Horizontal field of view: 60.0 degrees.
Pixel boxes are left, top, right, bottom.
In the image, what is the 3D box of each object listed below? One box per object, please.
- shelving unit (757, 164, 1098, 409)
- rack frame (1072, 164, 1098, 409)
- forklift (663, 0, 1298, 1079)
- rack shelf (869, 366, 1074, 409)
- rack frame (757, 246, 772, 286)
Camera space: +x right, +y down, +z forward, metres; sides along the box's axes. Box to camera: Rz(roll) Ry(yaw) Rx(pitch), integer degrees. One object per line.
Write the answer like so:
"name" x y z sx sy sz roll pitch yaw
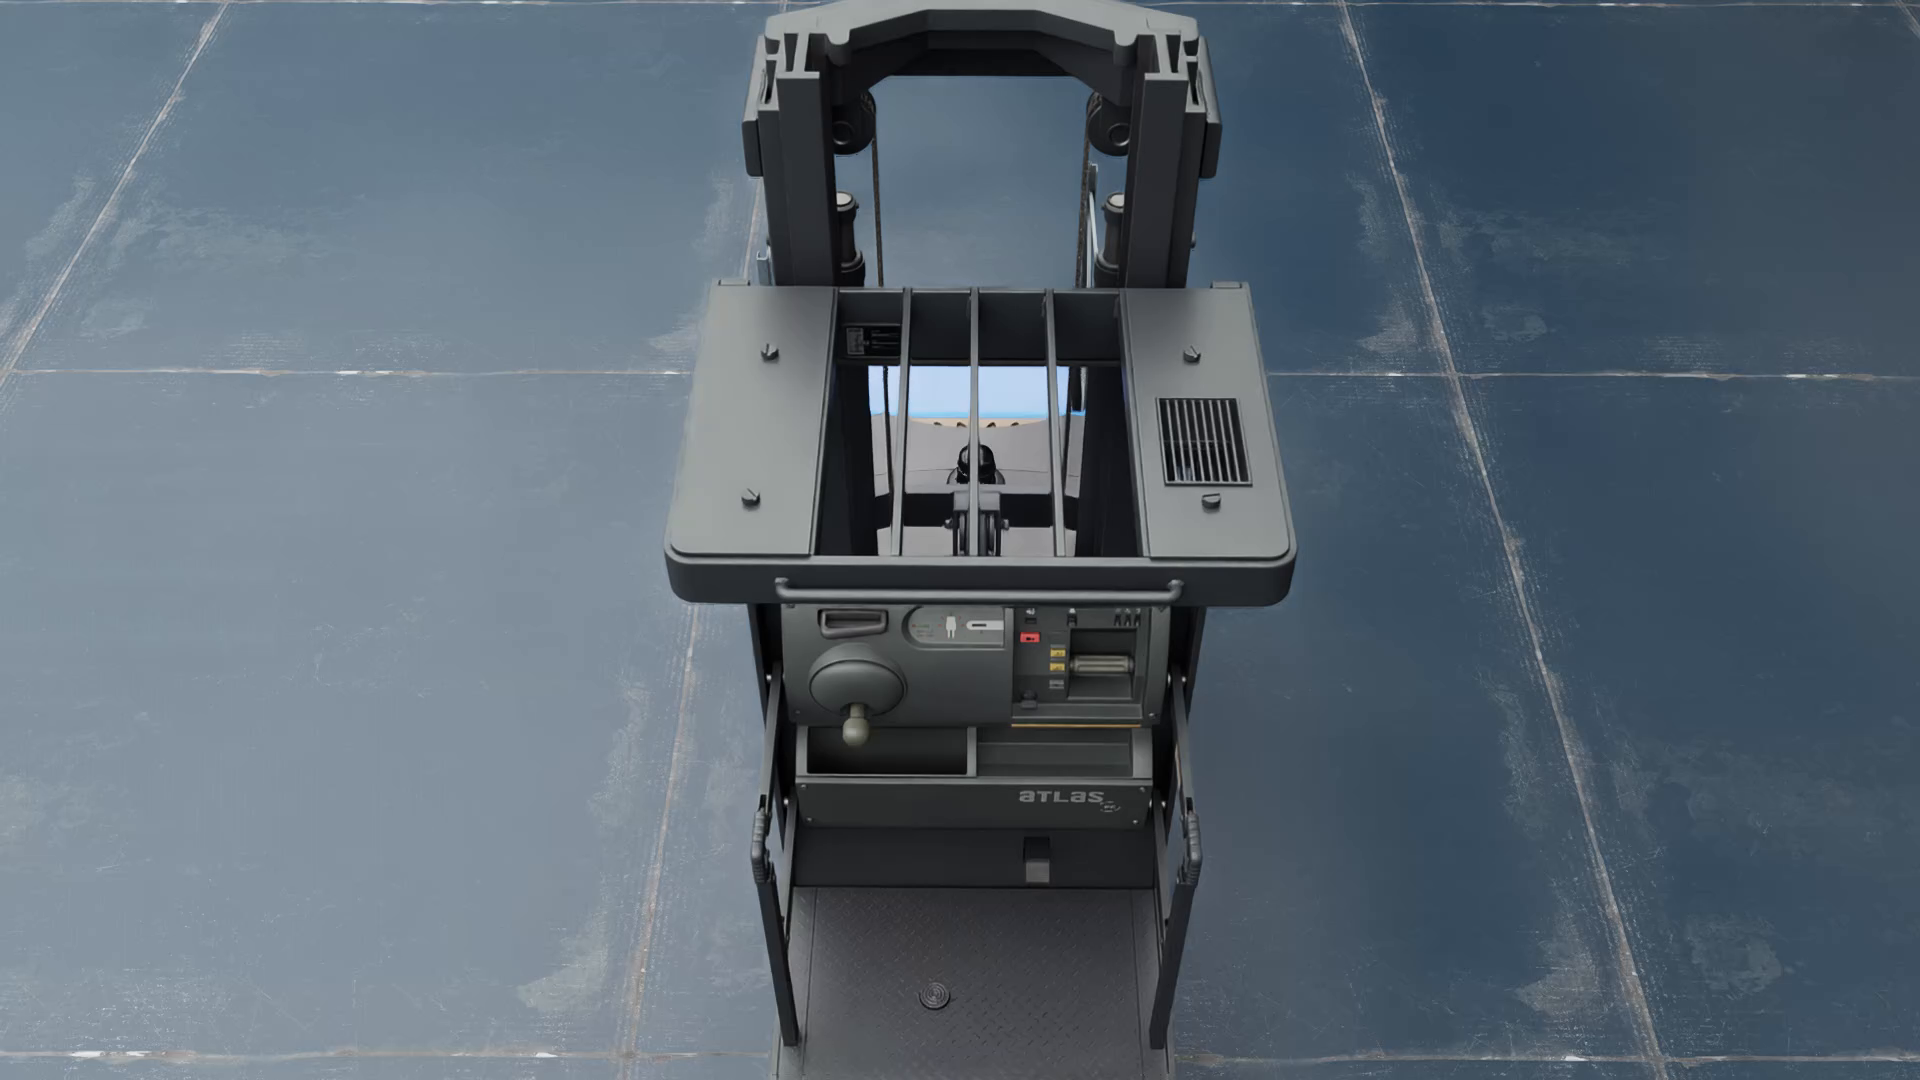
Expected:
"shelving unit" -0.085 -0.511 5.701 1.048 1.500 0.538 0 47 0
"rack frame" 0.423 -0.510 5.700 0.032 1.500 0.500 0 47 0
"forklift" 0.038 0.402 3.873 1.130 2.935 3.031 0 47 0
"rack shelf" -0.085 -0.389 5.833 1.000 0.185 0.538 0 47 0
"rack frame" -0.594 -0.513 5.703 0.032 1.500 0.500 0 47 0
